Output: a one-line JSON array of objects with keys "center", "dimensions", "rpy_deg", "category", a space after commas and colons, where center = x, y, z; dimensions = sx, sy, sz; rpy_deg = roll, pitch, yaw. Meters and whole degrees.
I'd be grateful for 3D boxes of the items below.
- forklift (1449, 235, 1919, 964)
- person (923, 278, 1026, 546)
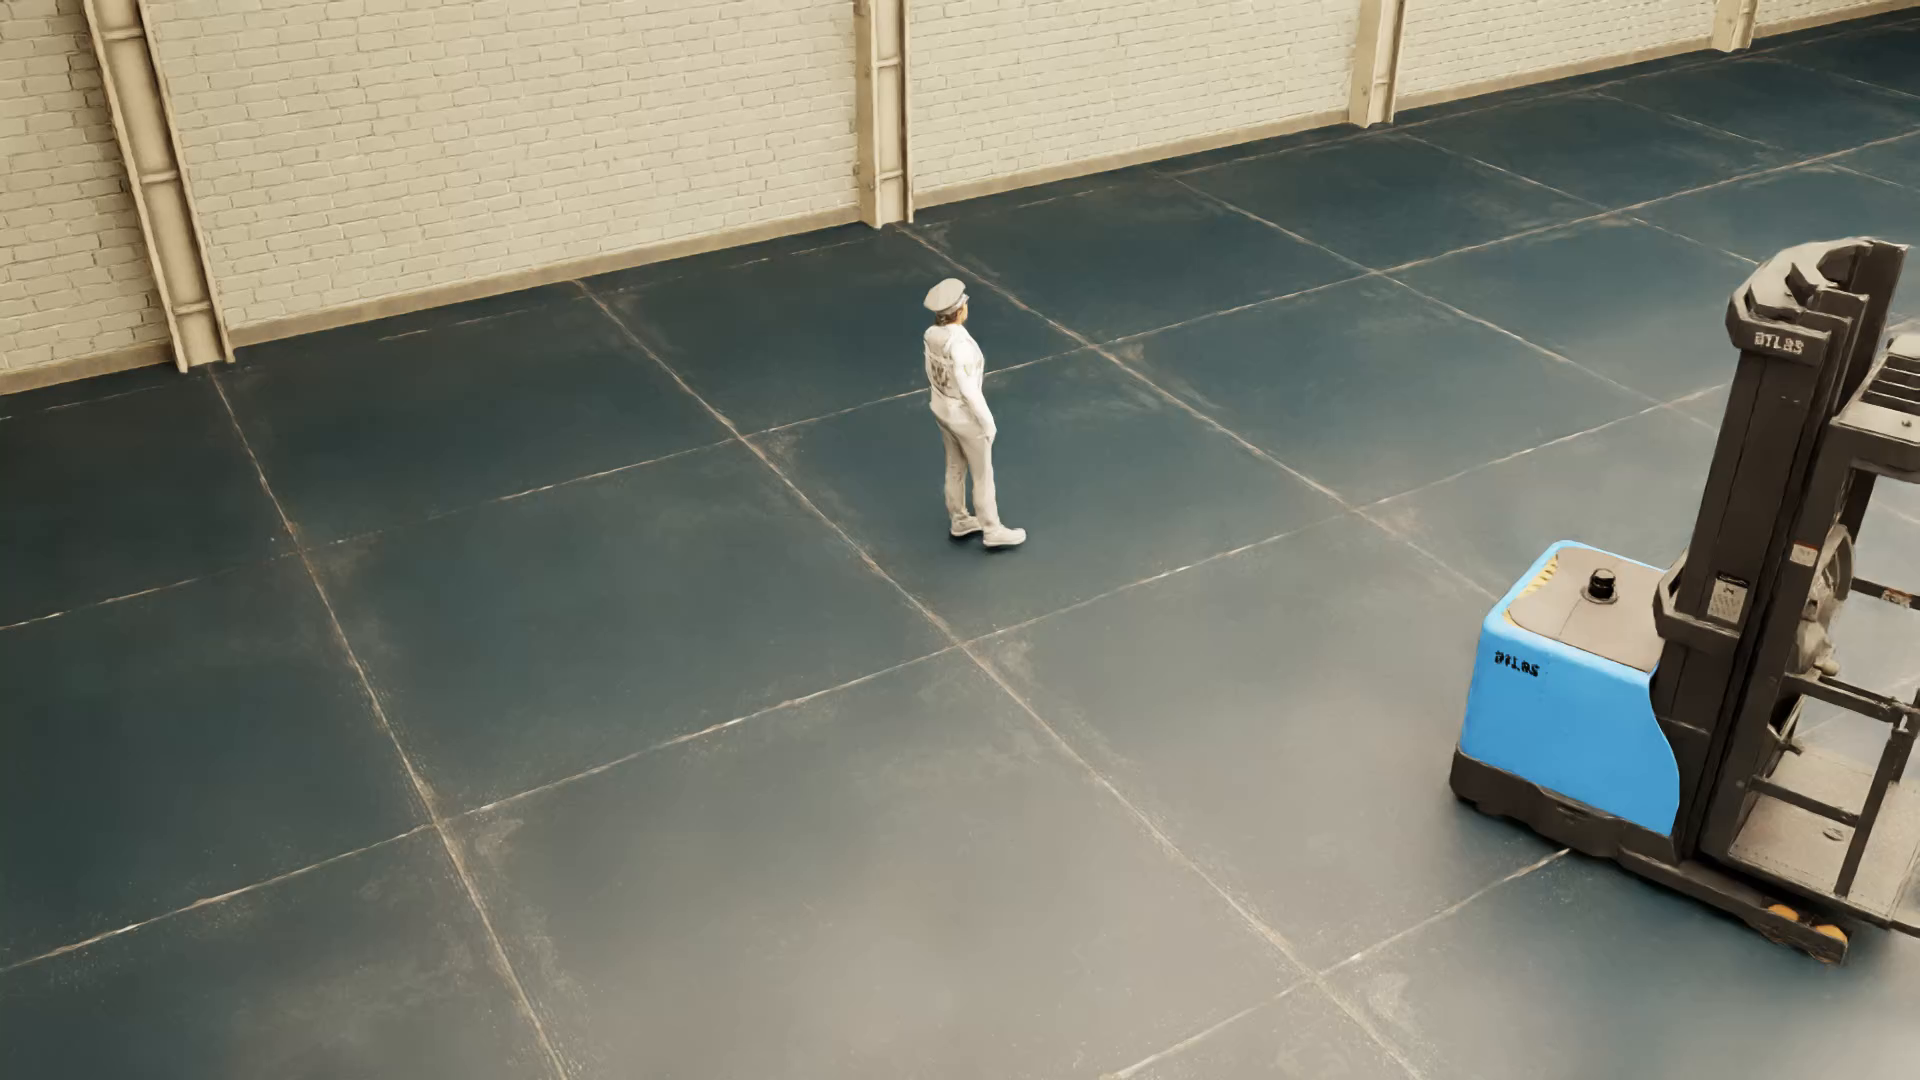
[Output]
[{"center": [3.924, 0.304, 7.140], "dimensions": [3.031, 2.935, 1.130], "rpy_deg": [22, 37, 32], "category": "forklift"}, {"center": [0.061, -0.782, 10.065], "dimensions": [0.534, 1.695, 0.586], "rpy_deg": [-17, 35, -26], "category": "person"}]
